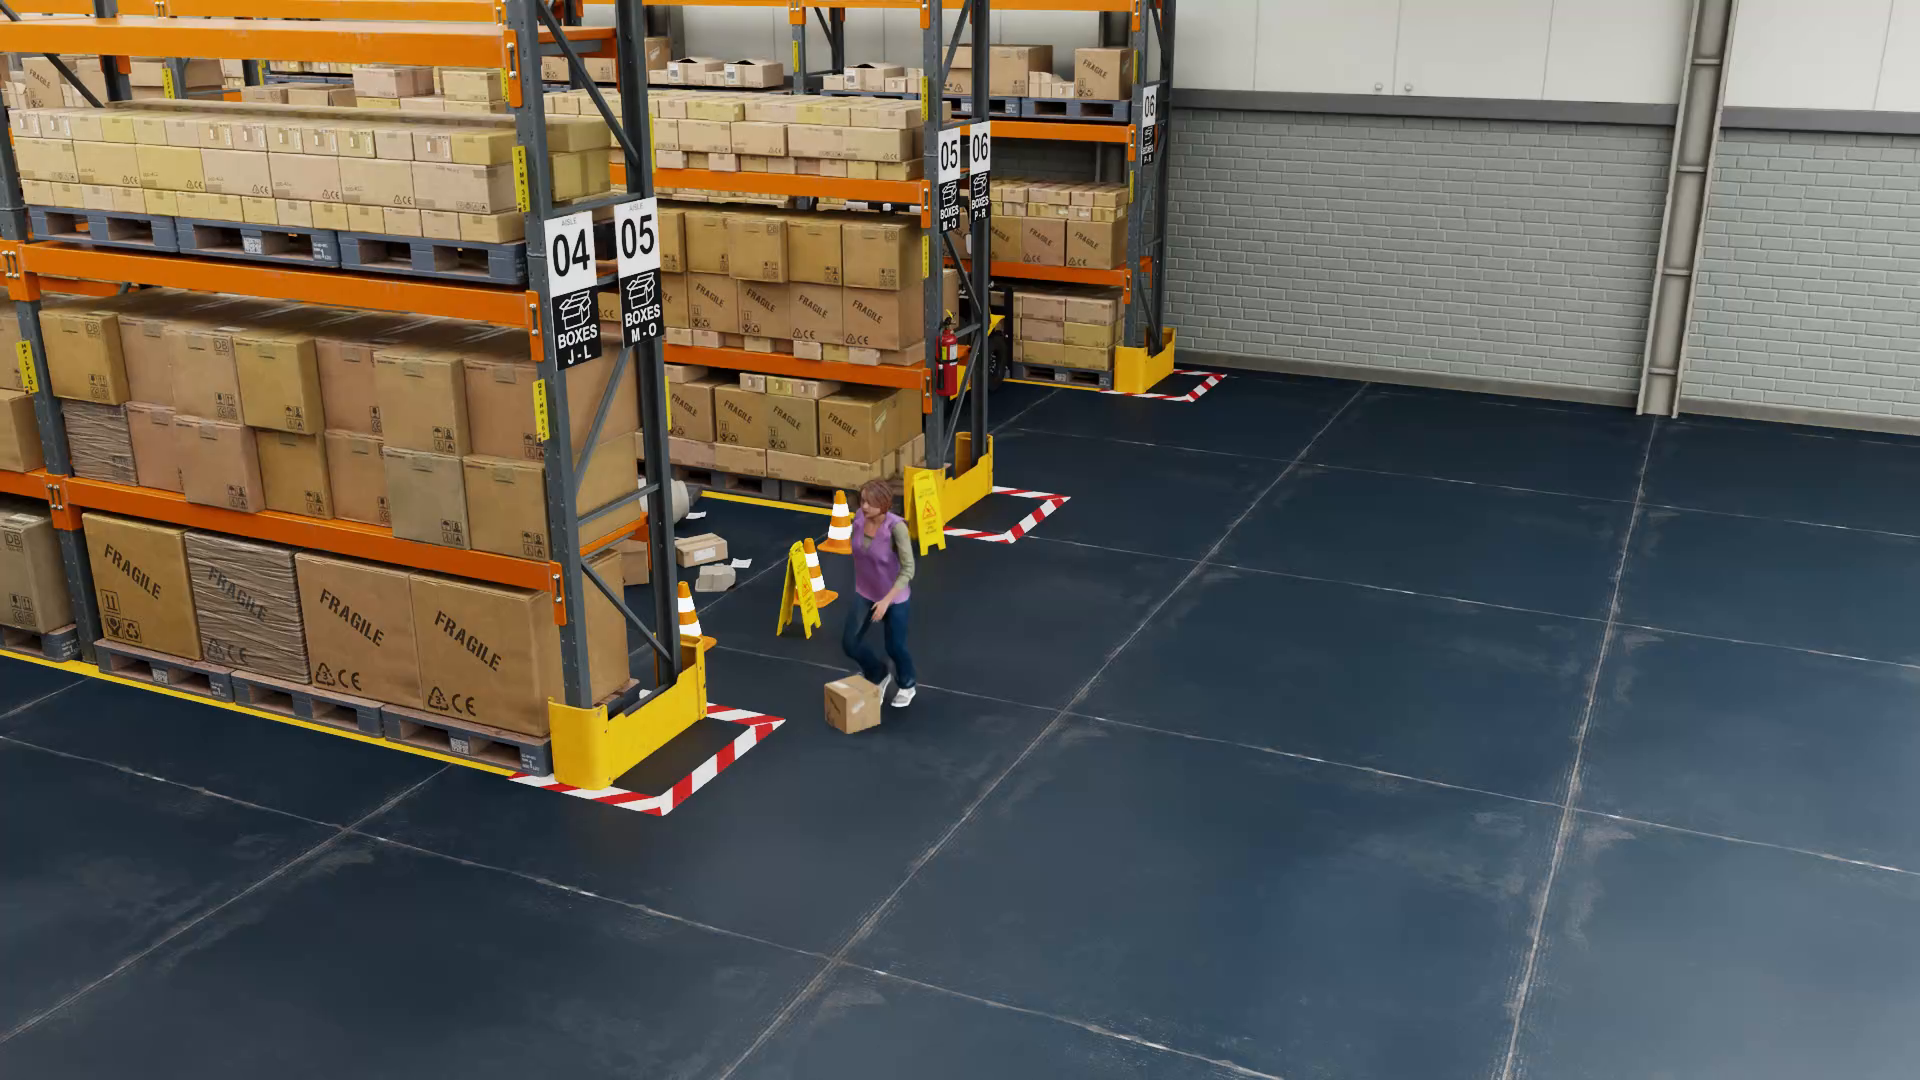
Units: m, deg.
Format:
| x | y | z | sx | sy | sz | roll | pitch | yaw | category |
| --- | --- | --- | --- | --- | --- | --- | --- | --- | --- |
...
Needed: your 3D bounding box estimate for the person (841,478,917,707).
| x | y | z | sx | sy | sz | roll | pitch | yaw | category |
| --- | --- | --- | --- | --- | --- | --- | --- | --- | --- |
| -0.495 | 0.342 | 10.160 | 0.578 | 1.550 | 0.674 | 10 | 22 | 26 | person |
